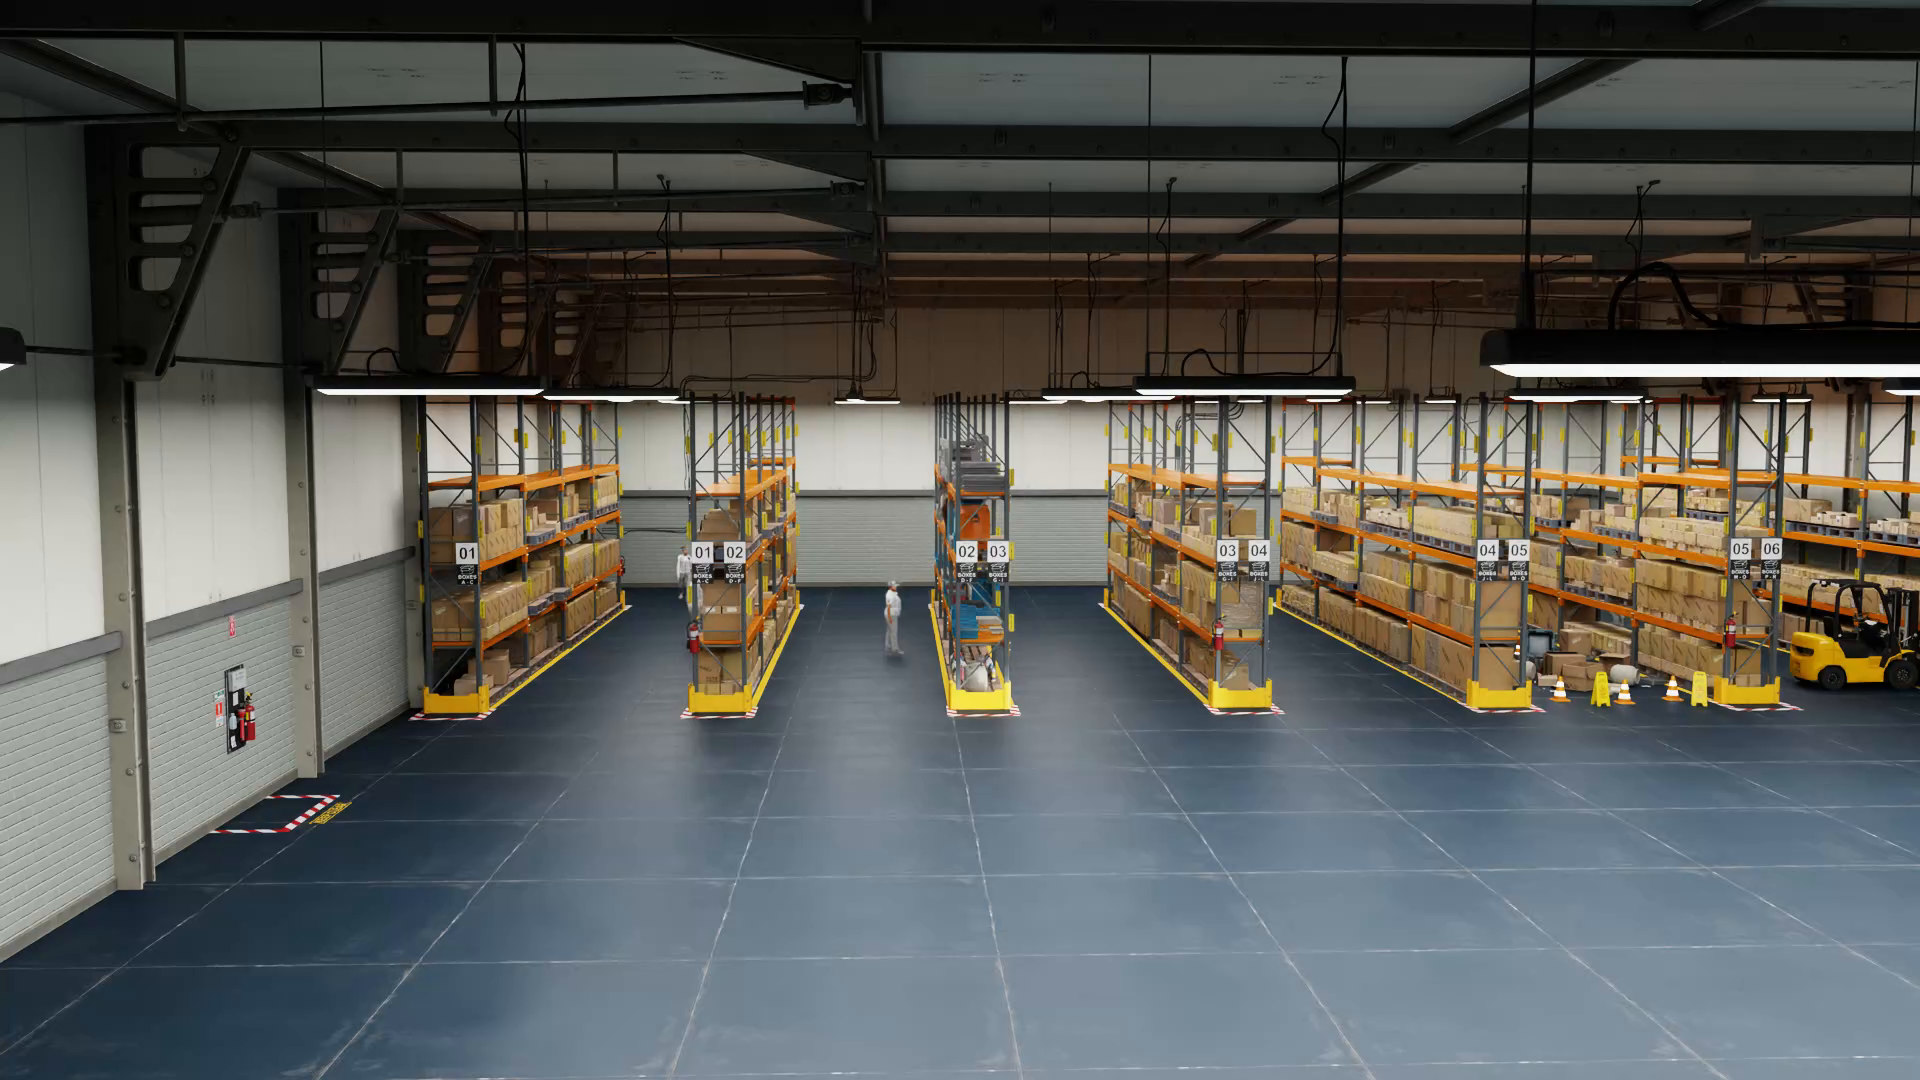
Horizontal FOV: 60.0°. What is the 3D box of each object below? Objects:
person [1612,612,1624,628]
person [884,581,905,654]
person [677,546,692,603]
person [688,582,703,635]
[{"bbox_3d":[16.845,1.470,42.706,0.433,1.688,0.503,2,5,19],"label":"person"},{"bbox_3d":[-1.511,1.786,38.673,0.505,1.684,0.504,1,5,9],"label":"person"},{"bbox_3d":[-8.055,0.981,48.736,0.476,1.658,0.782,-1,5,-9],"label":"person"},{"bbox_3d":[-6.329,1.628,40.059,0.461,1.757,0.598,0,5,-6],"label":"person"}]
